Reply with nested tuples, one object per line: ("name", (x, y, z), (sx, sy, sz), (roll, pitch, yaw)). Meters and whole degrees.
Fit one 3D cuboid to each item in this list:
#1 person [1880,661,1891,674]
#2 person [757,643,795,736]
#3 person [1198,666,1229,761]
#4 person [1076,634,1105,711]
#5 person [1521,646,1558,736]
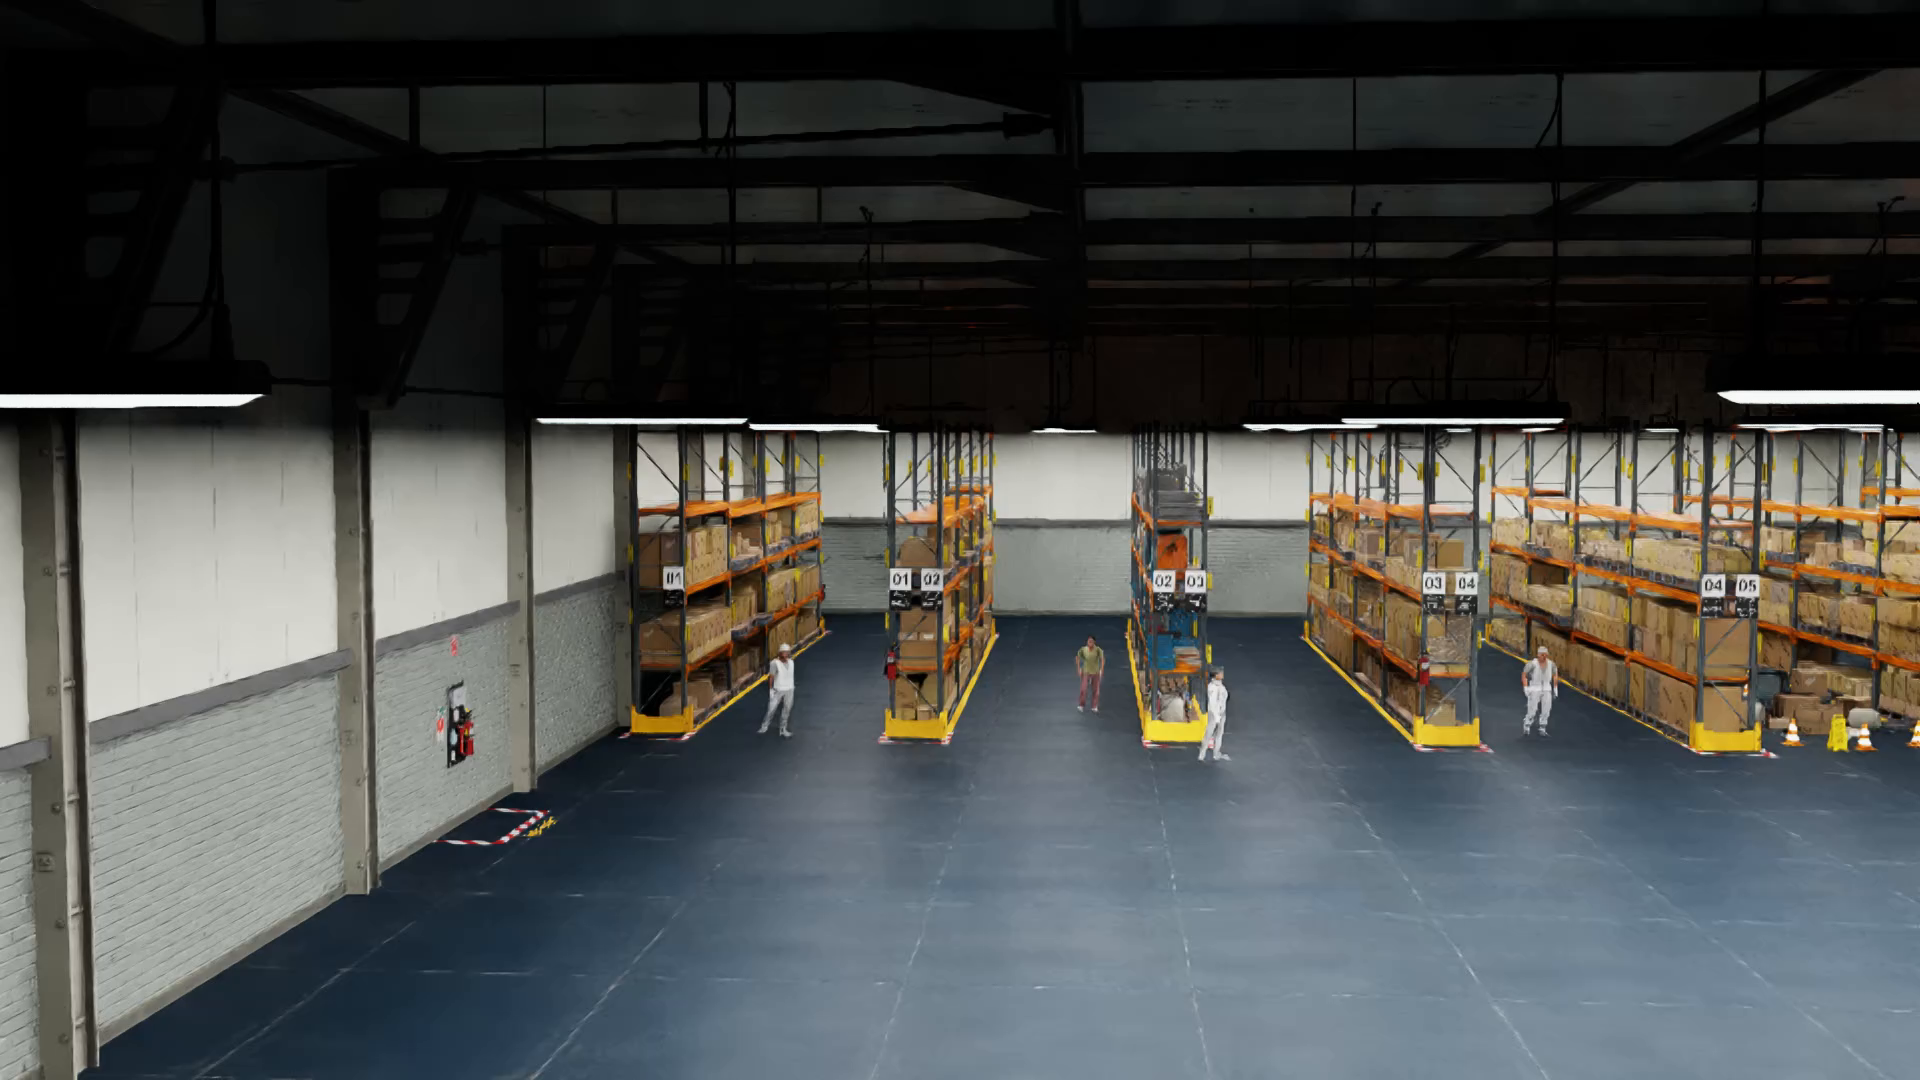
("person", (21.842, 2.400, 39.168), (0.520, 1.670, 0.560), (2, 4, 33))
("person", (-3.485, 2.839, 31.547), (0.737, 1.773, 0.522), (-3, 5, -37))
("person", (4.442, 3.039, 29.195), (0.429, 1.677, 0.637), (2, 4, 34))
("person", (2.694, 2.744, 34.399), (0.598, 1.619, 0.507), (0, 4, 2))
("person", (11.004, 2.863, 31.552), (0.677, 1.742, 0.552), (0, 4, 3))
